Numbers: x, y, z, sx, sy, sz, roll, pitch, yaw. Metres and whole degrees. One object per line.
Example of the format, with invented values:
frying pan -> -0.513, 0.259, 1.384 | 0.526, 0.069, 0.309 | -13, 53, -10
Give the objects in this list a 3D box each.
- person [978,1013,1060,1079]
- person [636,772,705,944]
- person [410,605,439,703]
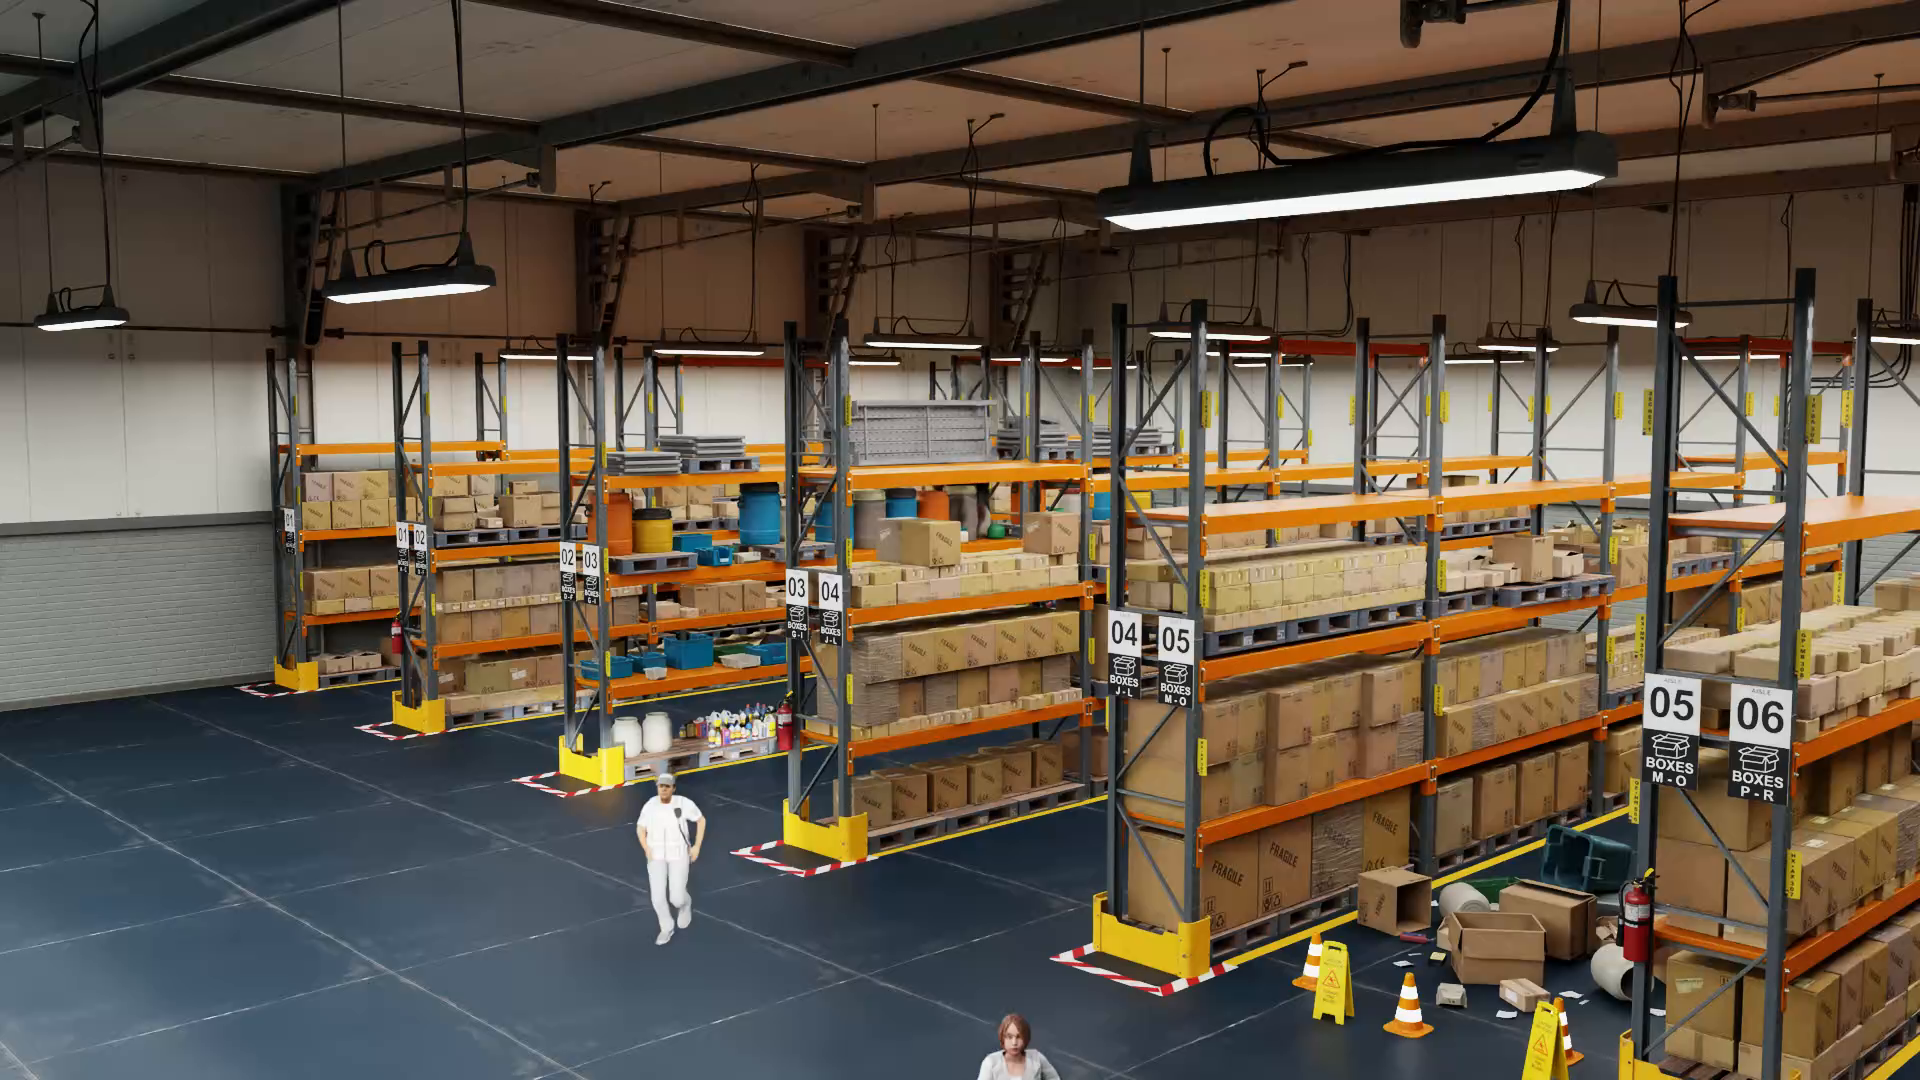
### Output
person -> 0.320, 3.539, 9.592 | 0.514, 1.640, 0.667 | 0, 5, 3
person -> -2.747, 3.001, 15.749 | 0.640, 1.626, 0.548 | 0, 5, 0
person -> -8.805, 1.969, 27.600 | 0.623, 1.681, 0.819 | 4, 6, 38
